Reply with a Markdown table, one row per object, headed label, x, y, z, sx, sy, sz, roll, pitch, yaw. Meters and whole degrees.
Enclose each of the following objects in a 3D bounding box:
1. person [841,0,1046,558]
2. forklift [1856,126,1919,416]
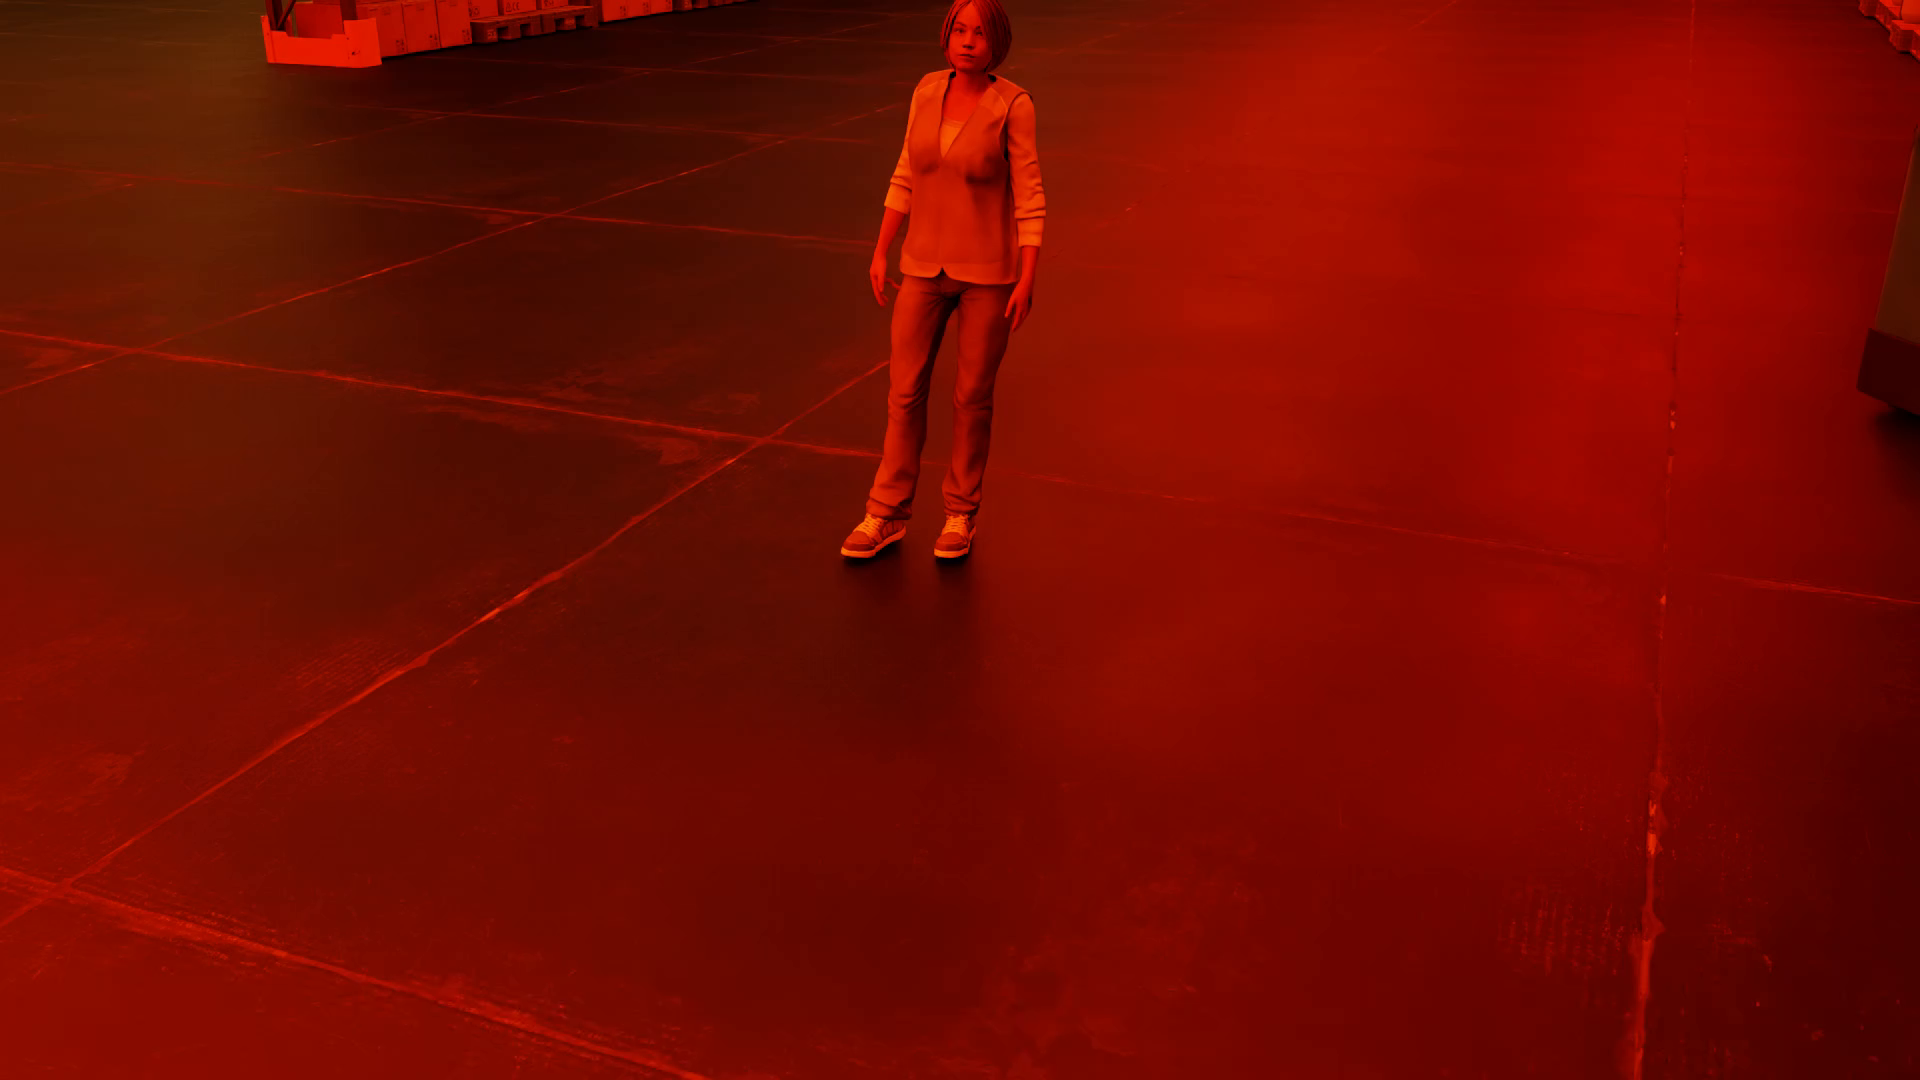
| label | x | y | z | sx | sy | sz | roll | pitch | yaw |
| --- | --- | --- | --- | --- | --- | --- | --- | --- | --- |
| person | -0.042 | -0.719 | 4.723 | 0.520 | 1.599 | 0.473 | 9 | 24 | 21 |
| forklift | 4.949 | -1.809 | 5.620 | 3.031 | 2.935 | 1.130 | -5 | 23 | -12 |
